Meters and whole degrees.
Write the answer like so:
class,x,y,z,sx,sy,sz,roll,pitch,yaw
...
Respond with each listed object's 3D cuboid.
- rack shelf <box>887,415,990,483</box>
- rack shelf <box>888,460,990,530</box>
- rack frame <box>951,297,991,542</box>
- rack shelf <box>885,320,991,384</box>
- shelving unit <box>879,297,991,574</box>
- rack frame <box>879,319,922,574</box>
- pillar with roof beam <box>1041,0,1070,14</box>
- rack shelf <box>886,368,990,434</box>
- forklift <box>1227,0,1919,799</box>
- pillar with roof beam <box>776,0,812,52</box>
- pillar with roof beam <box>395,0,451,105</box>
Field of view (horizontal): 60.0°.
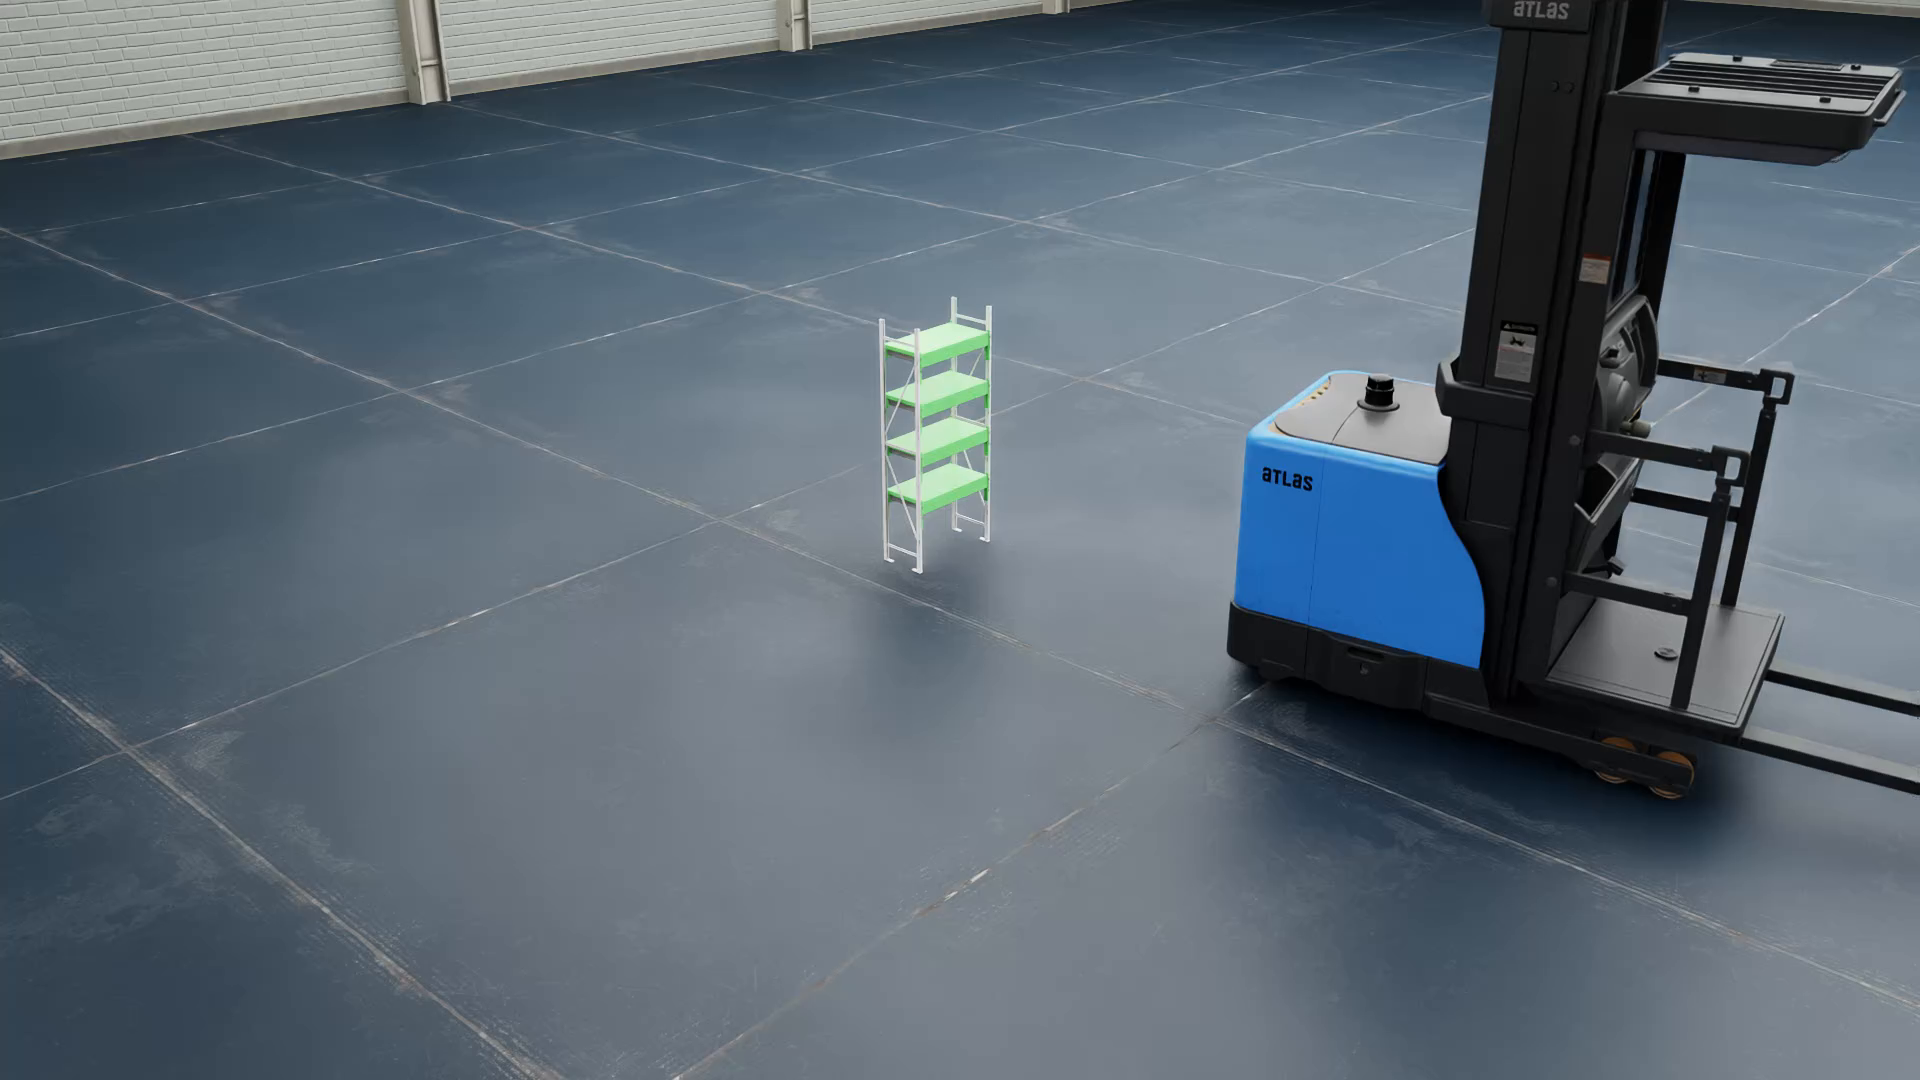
class,x,y,z,sx,sy,sz,roll,pitch,yaw
rack shelf,-0.110,-0.439,7.918,0.258,0.148,0.480,20,31,38
rack shelf,-0.110,-0.220,8.016,0.258,0.148,0.480,20,31,38
rack frame,0.052,-0.571,8.058,0.240,1.200,0.015,20,31,38
rack shelf,-0.110,-0.877,7.722,0.258,0.148,0.480,20,31,38
shelving unit,-0.110,-0.497,7.892,0.258,1.200,0.503,20,31,38
rack frame,-0.273,-0.423,7.726,0.240,1.200,0.015,20,31,38
pillar with roof beam,4.822,-11.877,23.741,9.100,9.000,0.400,20,31,38
rack shelf,-0.110,-0.658,7.820,0.258,0.148,0.480,20,31,38
forklift,2.646,-0.634,6.082,3.031,2.935,1.130,15,28,29
pillar with roof beam,0.818,-10.049,19.663,9.100,9.000,0.400,20,31,38
pillar with roof beam,-3.187,-8.221,15.586,9.100,9.000,0.400,20,31,38
